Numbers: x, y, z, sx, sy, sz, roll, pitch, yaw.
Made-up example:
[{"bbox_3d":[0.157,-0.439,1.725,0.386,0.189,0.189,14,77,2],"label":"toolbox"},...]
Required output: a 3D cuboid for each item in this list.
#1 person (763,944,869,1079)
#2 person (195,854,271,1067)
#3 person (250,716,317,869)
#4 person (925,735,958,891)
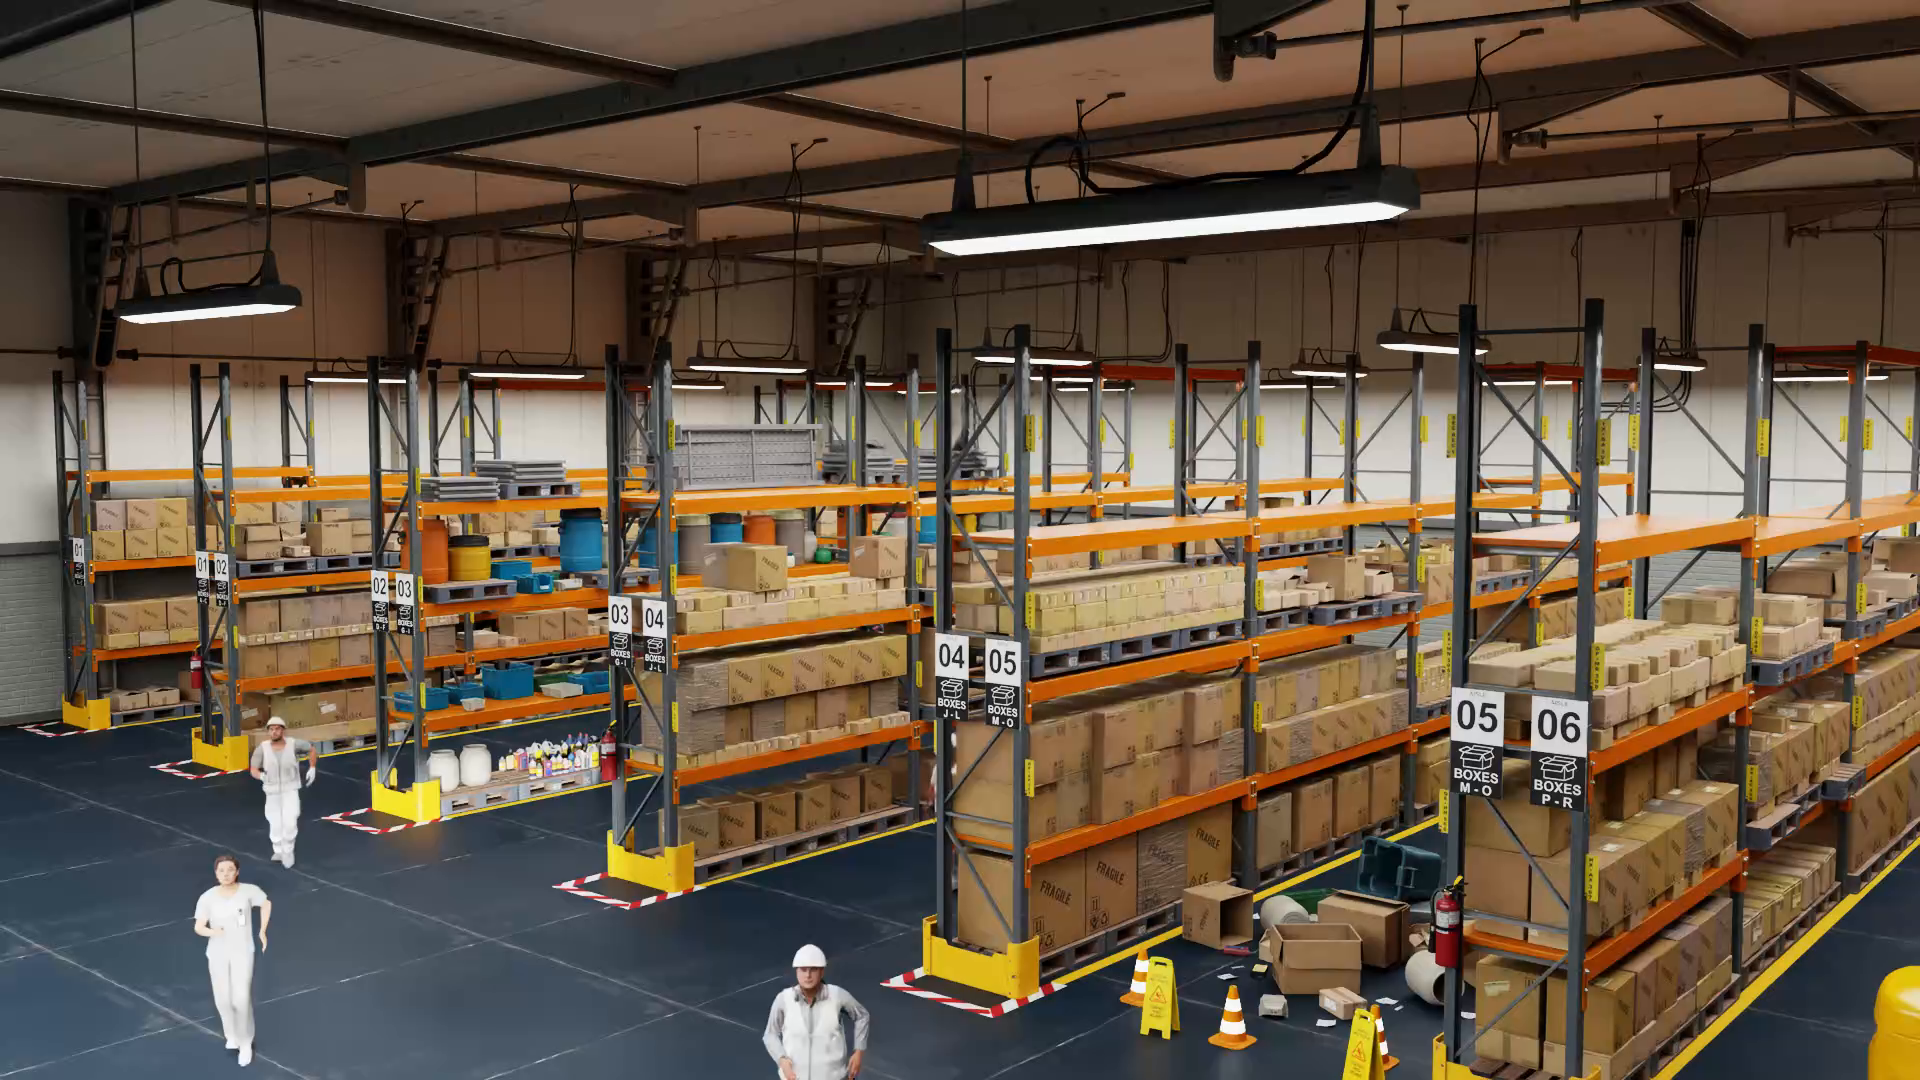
[{"bbox_3d":[-0.945,3.507,10.845,0.686,1.733,0.603,0,4,1],"label":"person"},{"bbox_3d":[-5.851,3.385,13.384,0.532,1.655,0.707,-1,4,-15],"label":"person"},{"bbox_3d":[-7.766,2.887,19.090,0.681,1.753,0.858,-1,4,-14],"label":"person"},{"bbox_3d":[-0.073,2.993,18.220,0.699,1.728,0.543,3,5,35],"label":"person"}]
